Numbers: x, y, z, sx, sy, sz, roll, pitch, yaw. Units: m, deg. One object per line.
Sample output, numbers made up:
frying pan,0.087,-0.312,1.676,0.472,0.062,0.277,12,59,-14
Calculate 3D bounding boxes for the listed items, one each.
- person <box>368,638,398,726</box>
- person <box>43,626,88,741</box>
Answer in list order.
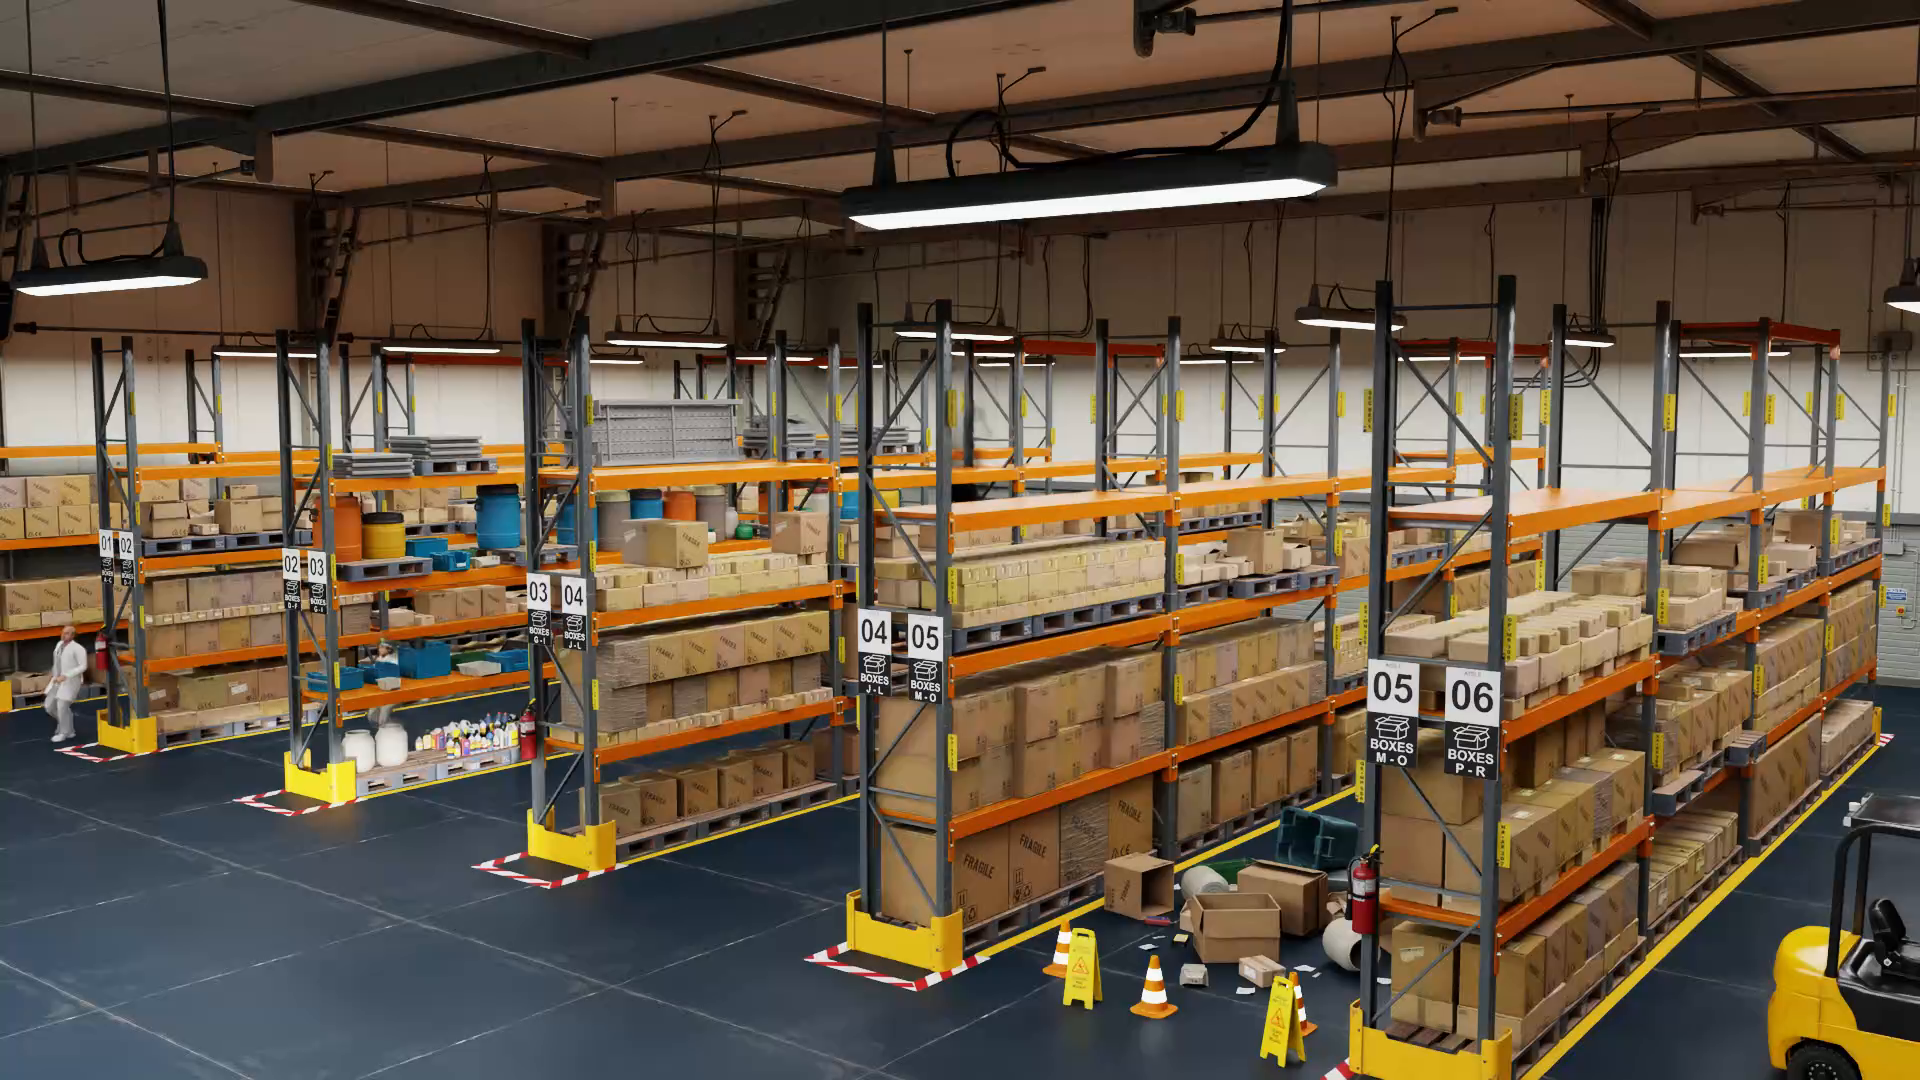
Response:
person,-8.356,2.236,24.182,0.599,1.652,0.521,3,6,32
person,-13.370,2.149,24.895,0.707,1.746,0.598,1,5,15
